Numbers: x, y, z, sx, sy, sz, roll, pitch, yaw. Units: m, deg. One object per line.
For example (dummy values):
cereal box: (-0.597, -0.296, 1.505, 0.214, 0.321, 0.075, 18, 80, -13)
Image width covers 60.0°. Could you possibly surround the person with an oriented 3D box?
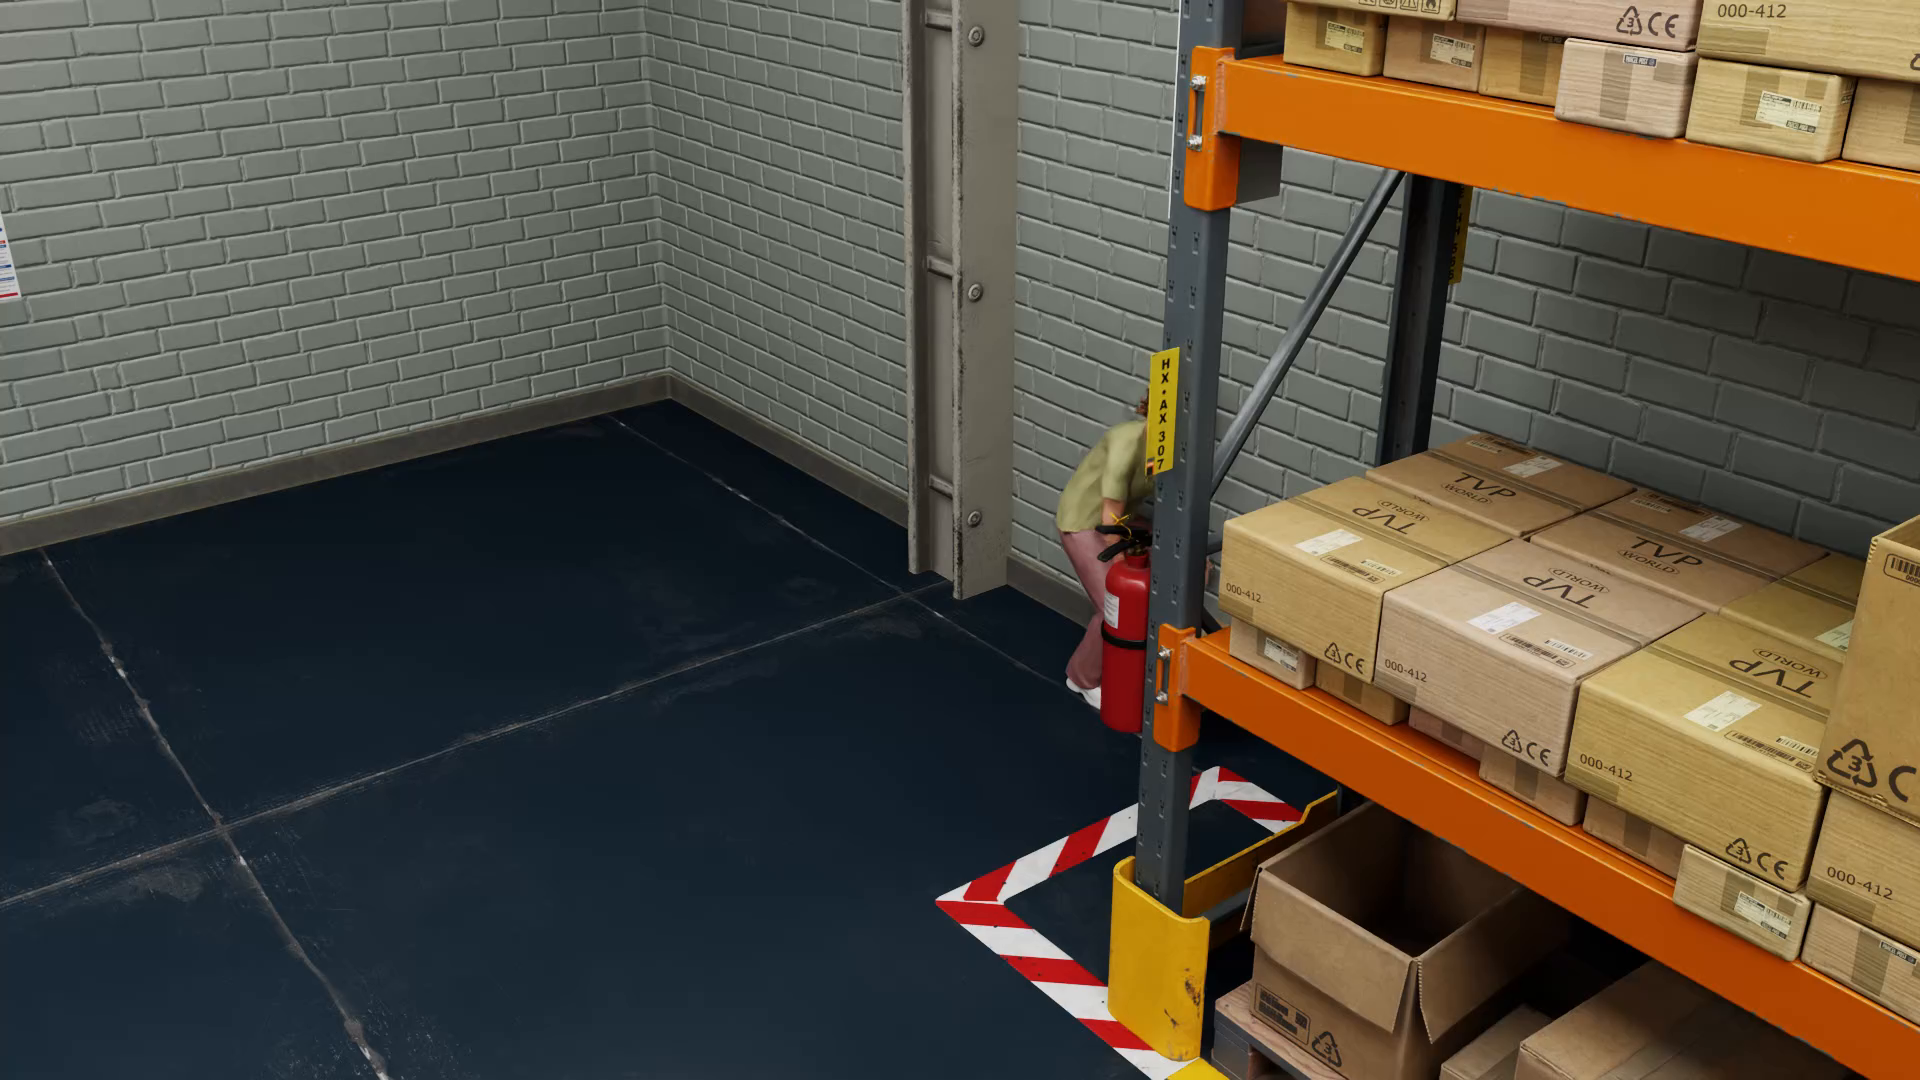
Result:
person: (0.692, -0.001, 6.489, 0.511, 1.363, 0.651, -18, 30, -34)
